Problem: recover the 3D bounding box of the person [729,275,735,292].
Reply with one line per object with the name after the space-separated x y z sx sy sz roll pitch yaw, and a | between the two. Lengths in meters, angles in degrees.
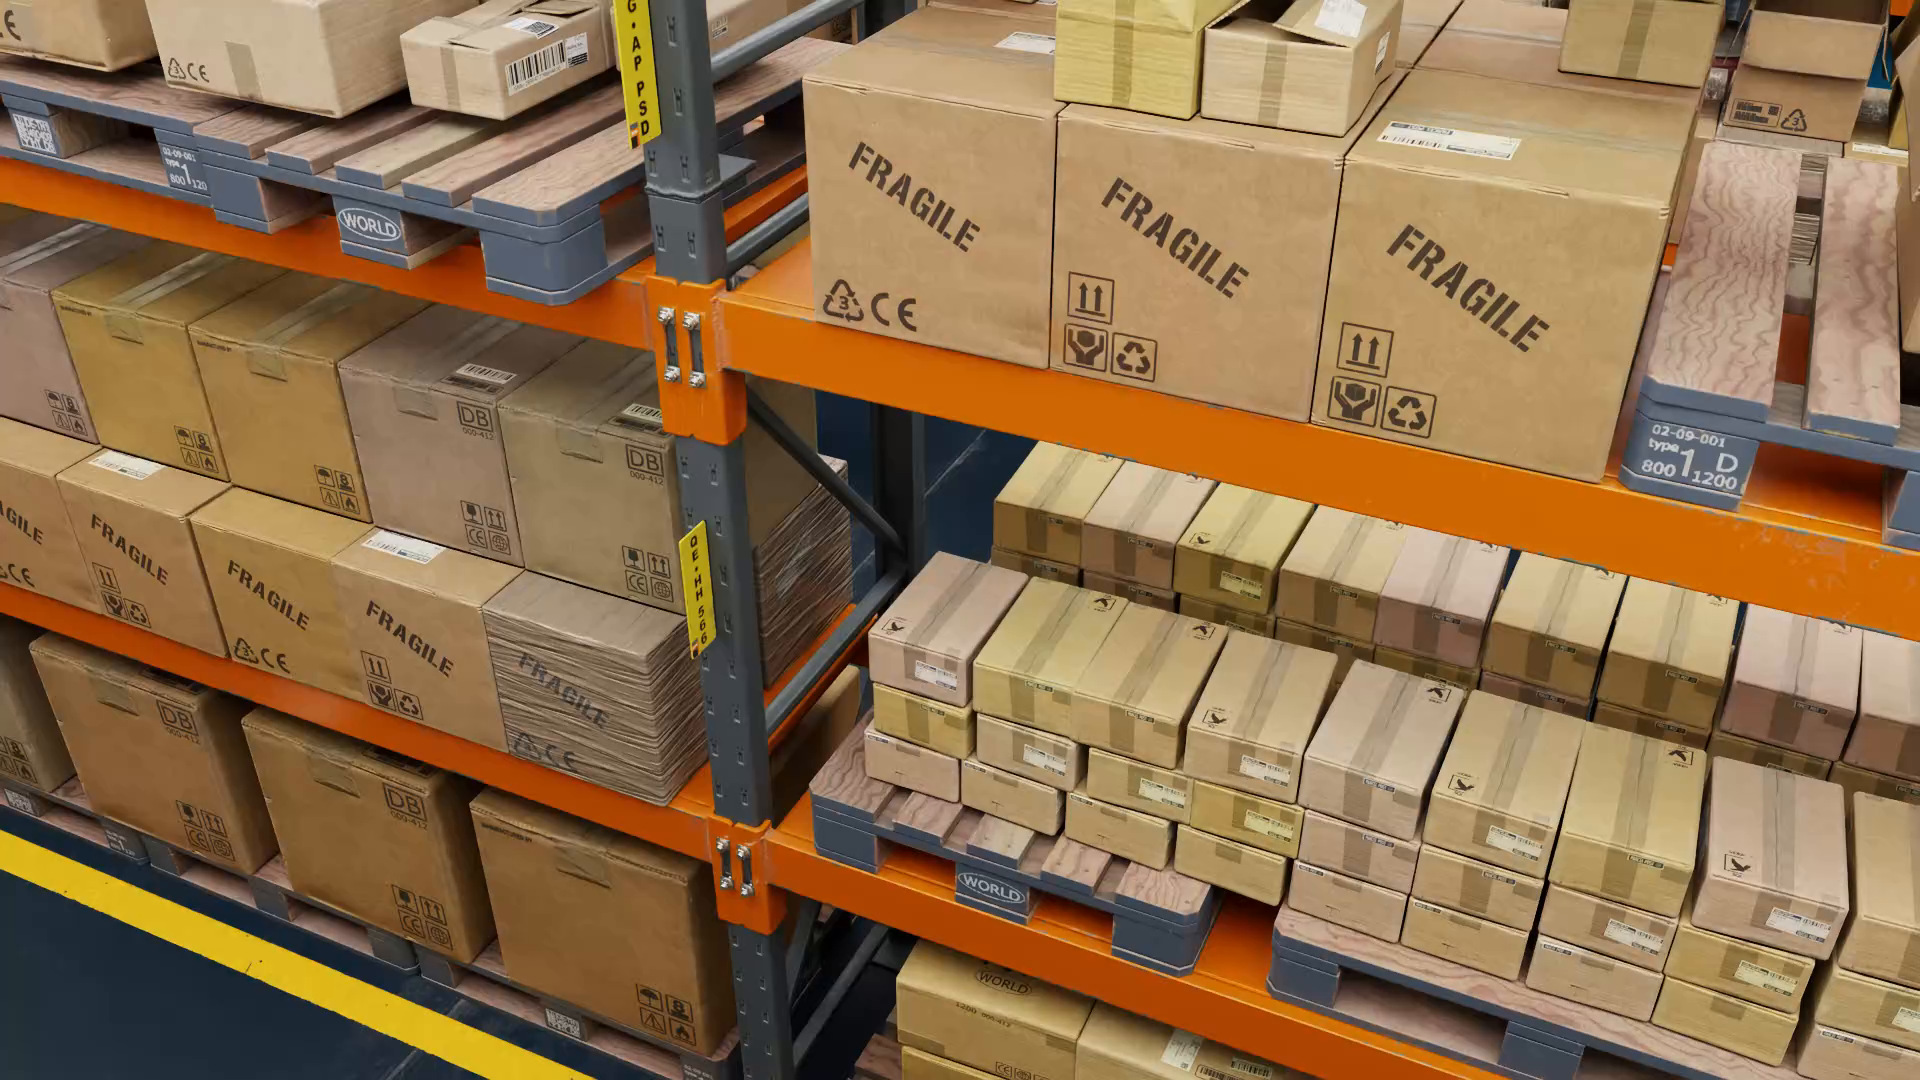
-1.455 -1.294 8.084 1.057 1.740 0.583 15 36 22 | person
